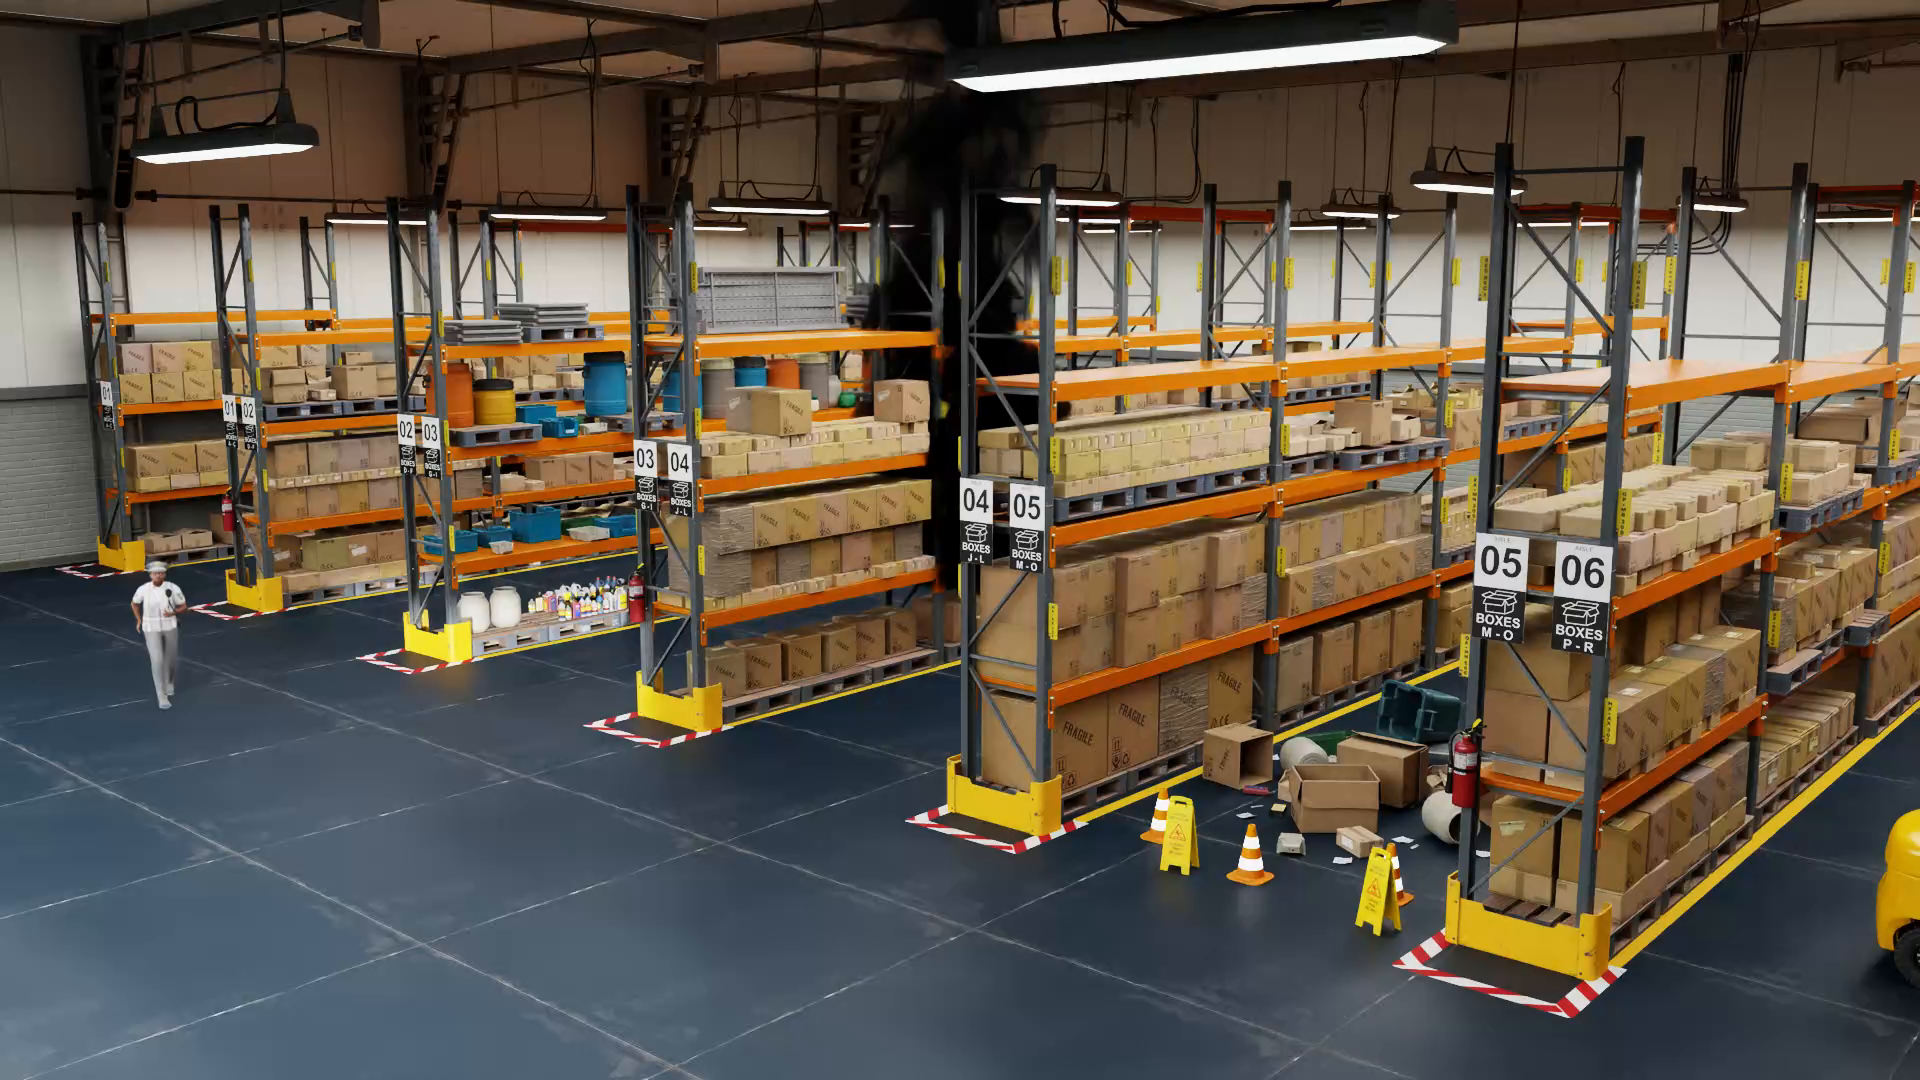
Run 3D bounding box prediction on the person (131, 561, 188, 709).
[{"bbox_3d":[-9.406,1.071,19.600,0.580,1.696,0.848,-6,11,-30],"label":"person"}]
